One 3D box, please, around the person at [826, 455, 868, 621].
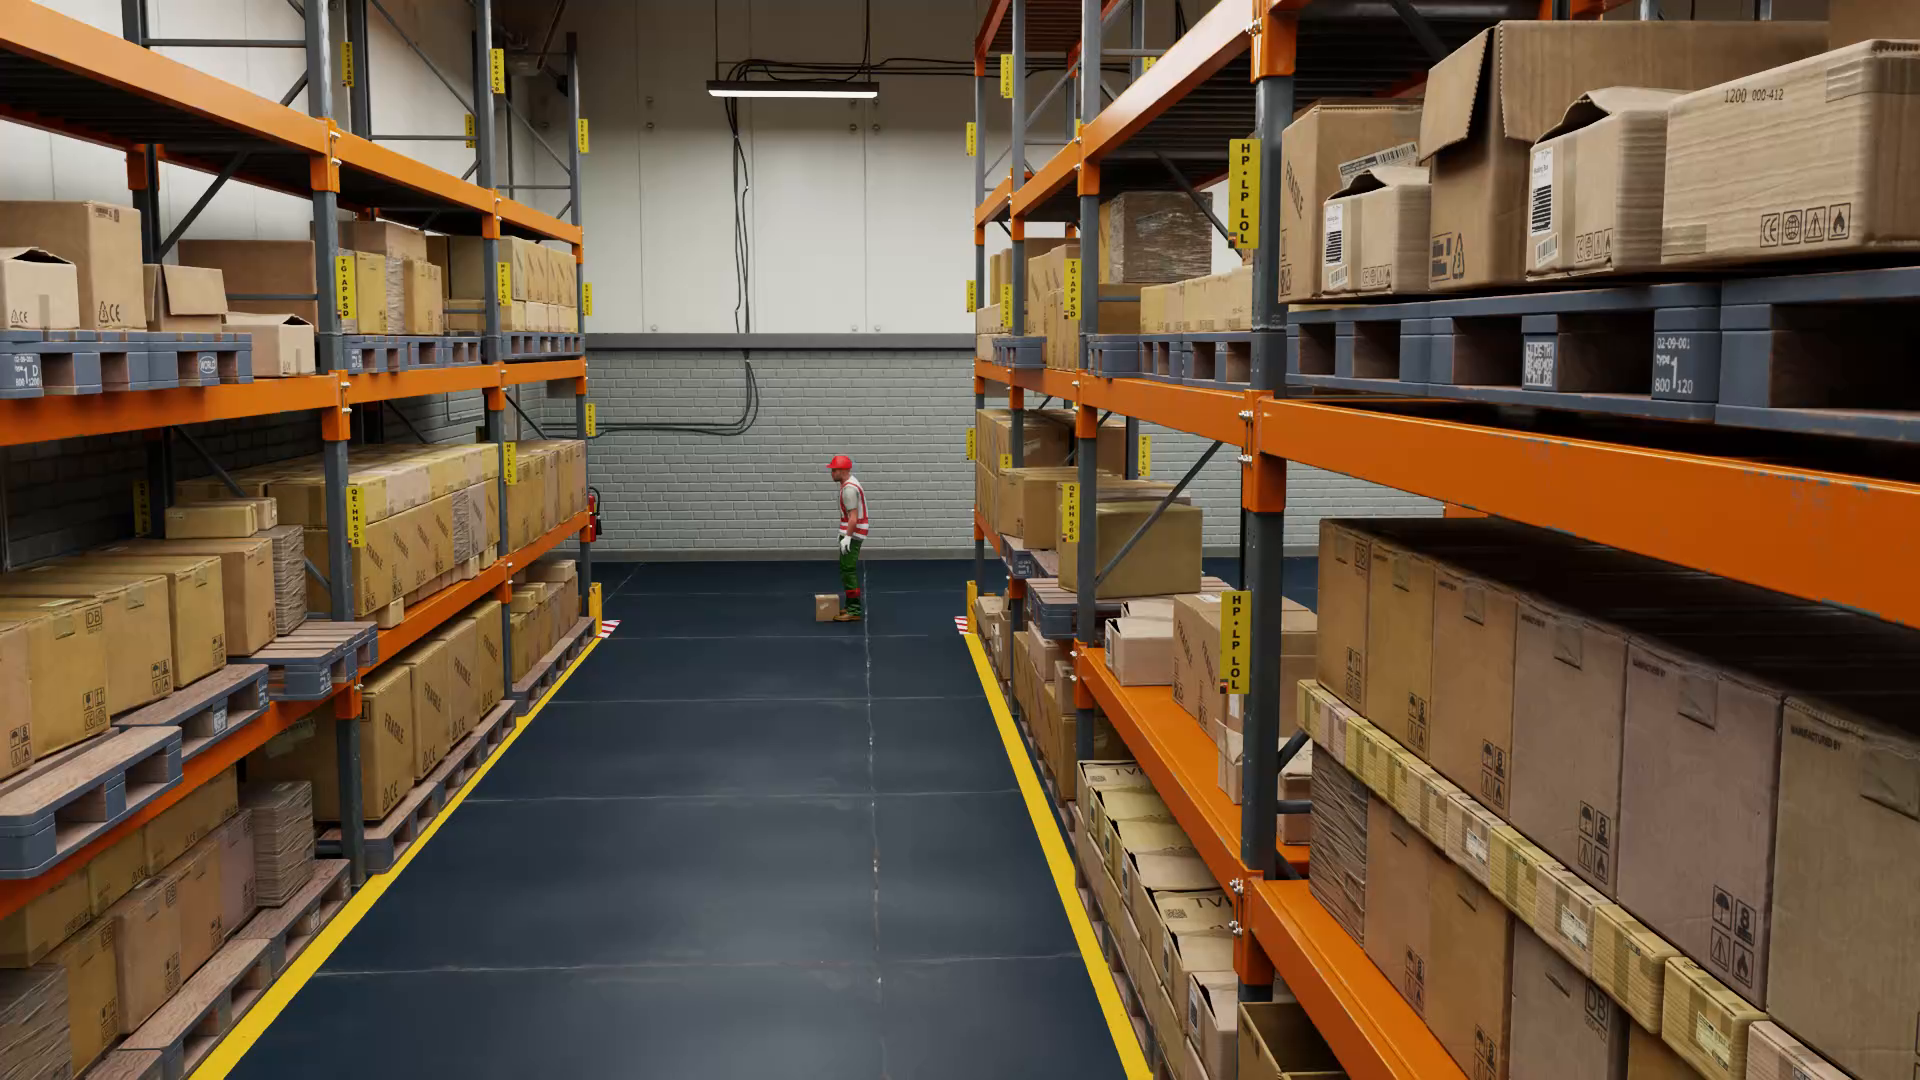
[{"bbox_3d":[-1.212,-0.025,17.886,0.452,1.779,0.622,-1,7,-5],"label":"person"}]
